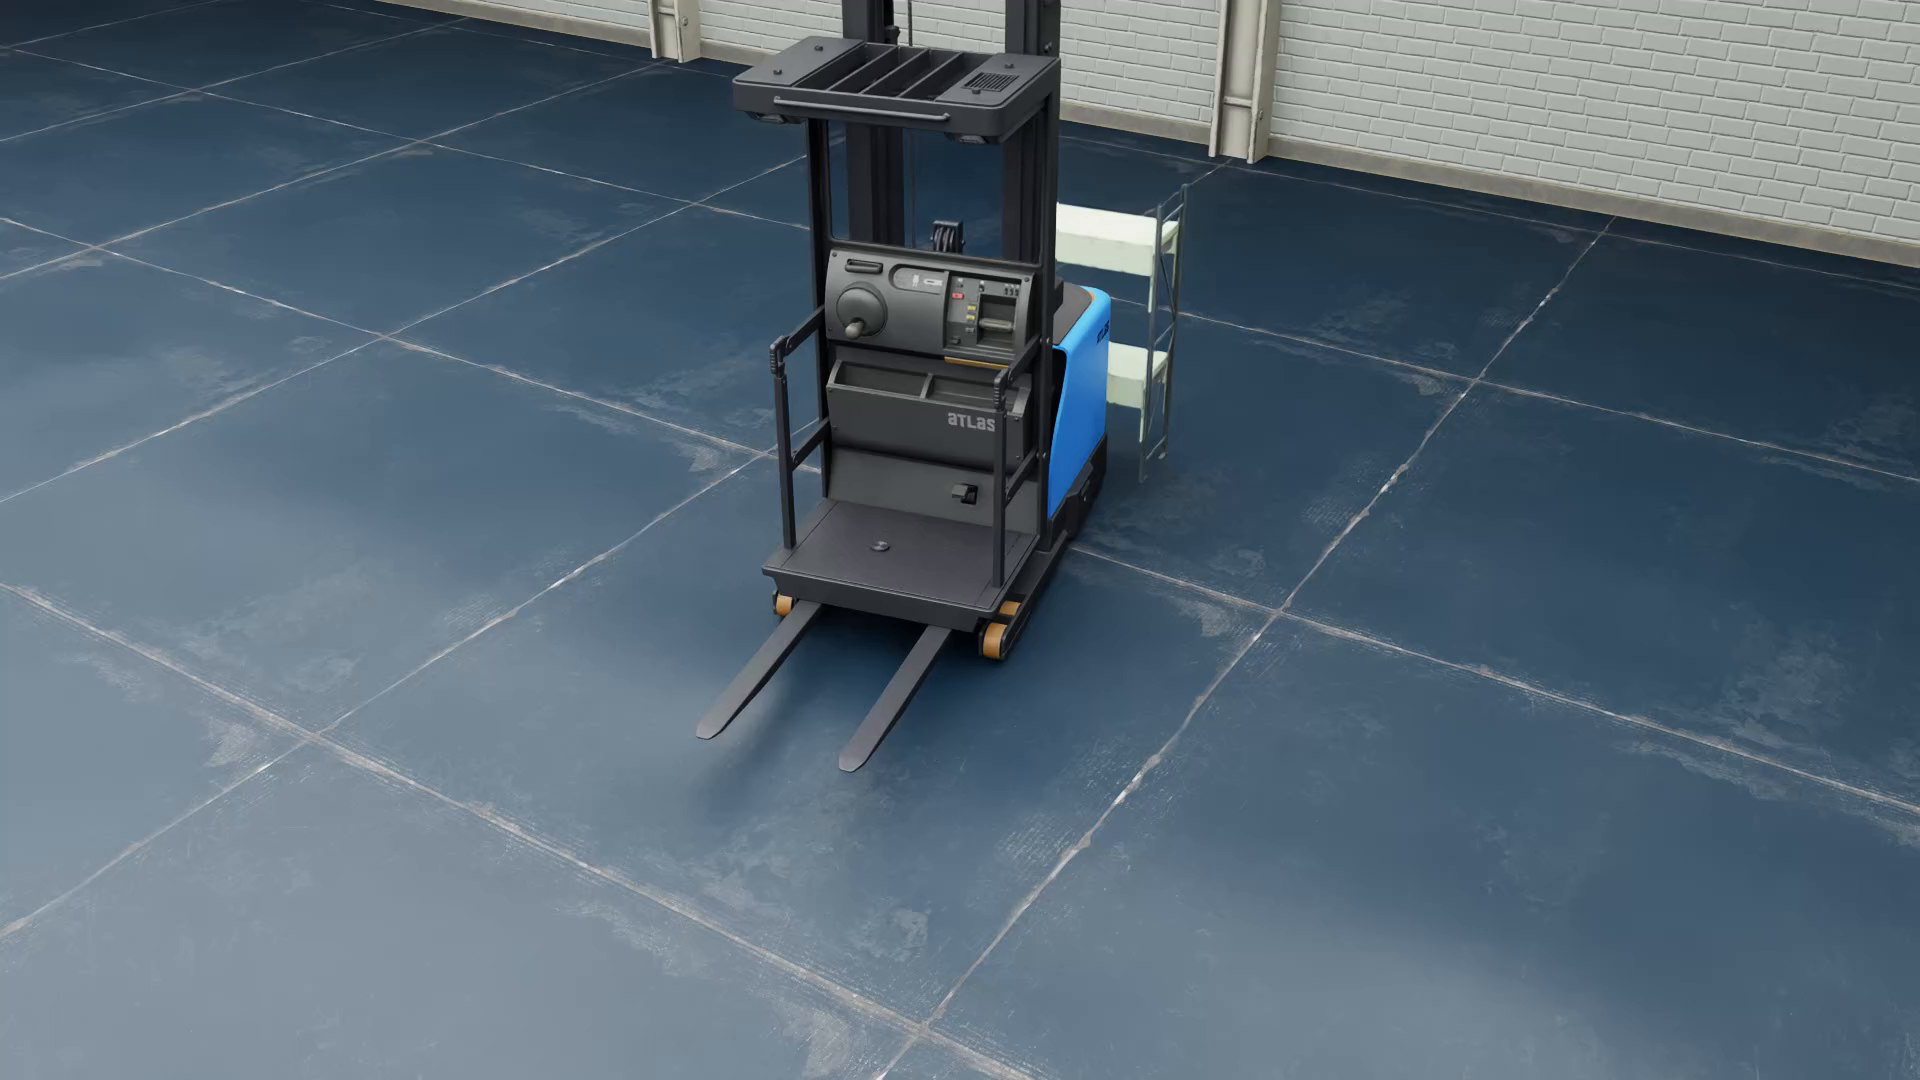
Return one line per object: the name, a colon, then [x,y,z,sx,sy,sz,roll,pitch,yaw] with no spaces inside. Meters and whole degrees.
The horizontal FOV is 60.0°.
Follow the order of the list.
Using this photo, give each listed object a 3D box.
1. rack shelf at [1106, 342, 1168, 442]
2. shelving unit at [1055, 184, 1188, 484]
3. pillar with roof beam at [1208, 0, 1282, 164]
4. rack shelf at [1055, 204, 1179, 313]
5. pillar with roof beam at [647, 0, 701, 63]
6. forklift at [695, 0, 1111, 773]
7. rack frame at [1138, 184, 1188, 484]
rack shelf: [0.705,-0.834,8.829,0.720,0.370,0.431,13,32,21]
shelving unit: [0.708,-1.119,8.670,0.755,1.500,0.431,13,32,21]
pillar with roof beam: [0.000,-5.218,8.264,0.400,9.000,9.100,18,35,27]
rack shelf: [0.712,-1.459,8.479,0.720,0.370,0.431,13,32,21]
pillar with roof beam: [-5.082,-6.825,11.019,0.400,9.000,9.100,18,35,27]
forklift: [-0.211,-0.969,7.002,1.130,2.935,3.031,10,32,17]
rack frame: [1.040,-1.040,8.536,0.023,1.500,0.400,13,32,21]
